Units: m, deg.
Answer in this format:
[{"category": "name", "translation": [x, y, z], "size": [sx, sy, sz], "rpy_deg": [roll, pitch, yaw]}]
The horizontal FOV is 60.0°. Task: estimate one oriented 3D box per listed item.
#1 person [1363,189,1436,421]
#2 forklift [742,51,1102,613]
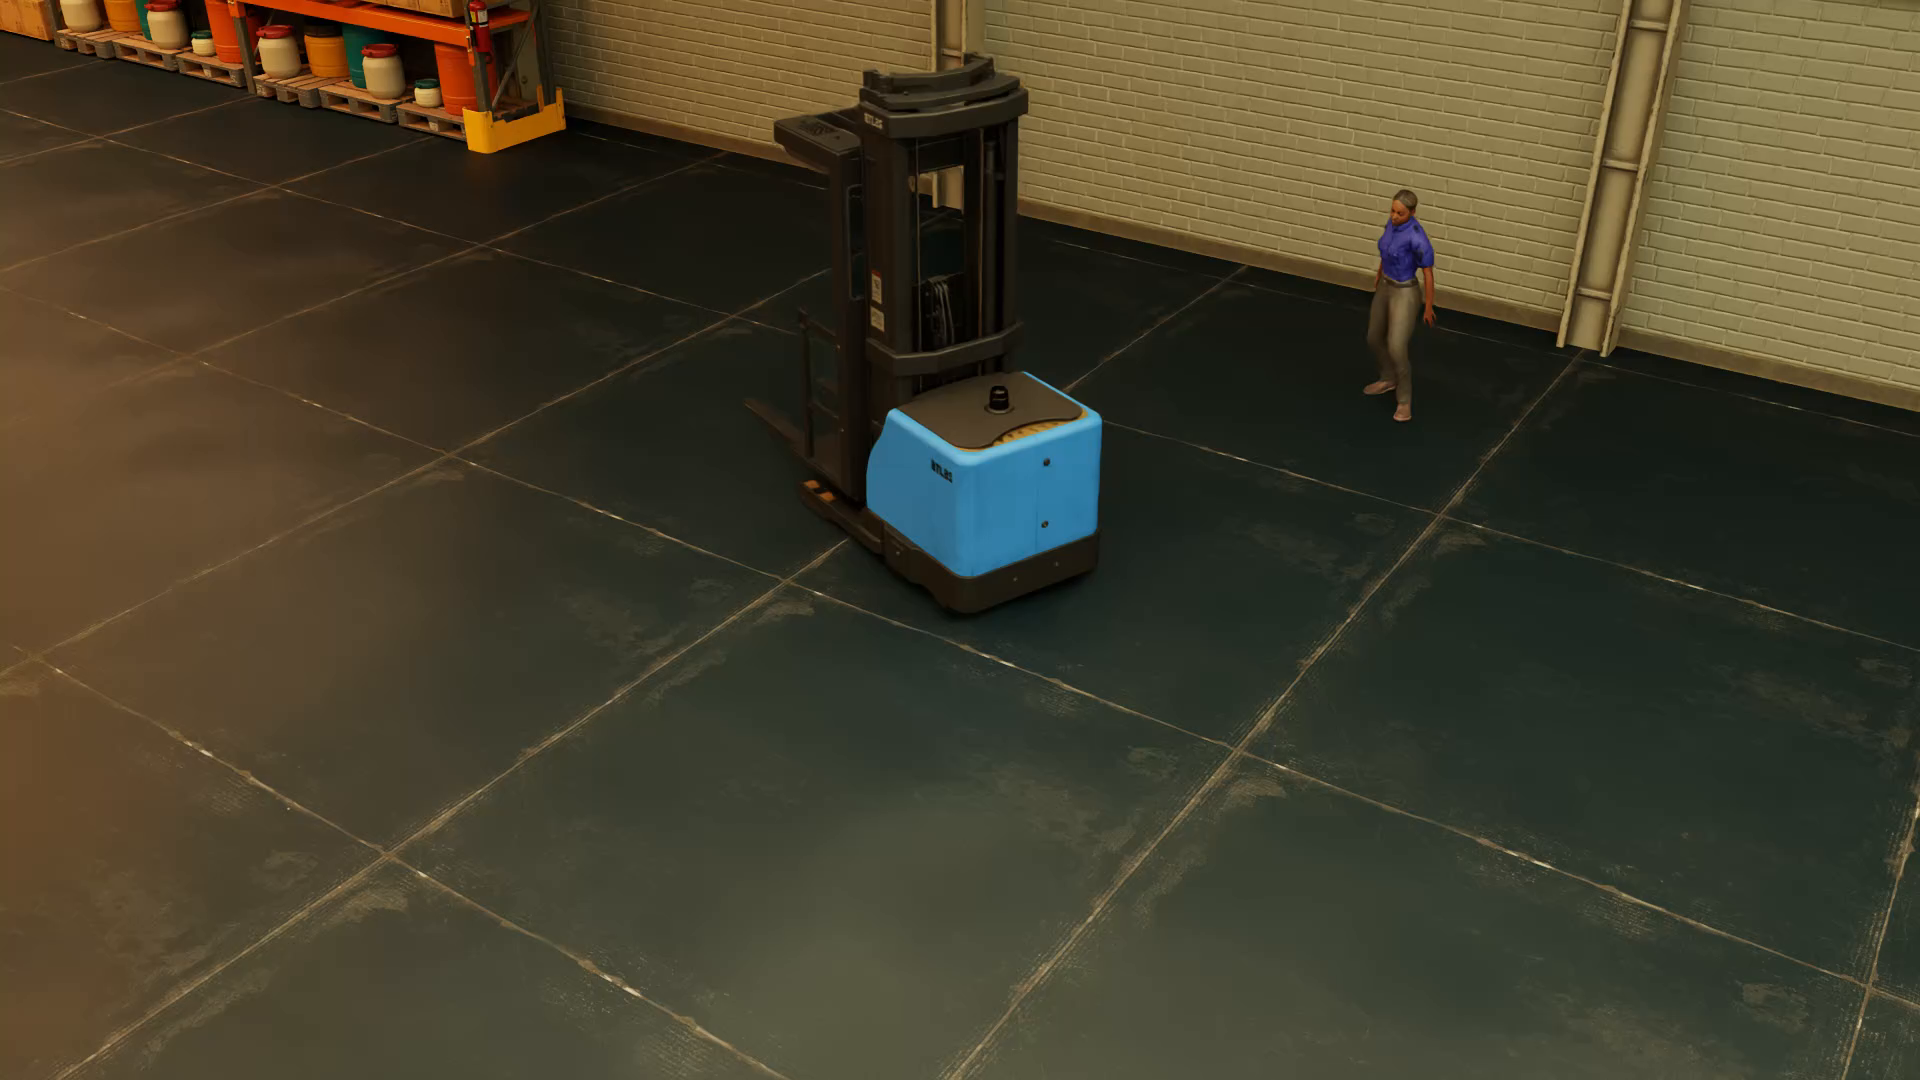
[{"category": "person", "translation": [3.155, -1.736, 11.897], "size": [0.394, 1.626, 0.802], "rpy_deg": [-10, 32, -17]}, {"category": "forklift", "translation": [-0.410, -1.534, 10.222], "size": [1.130, 2.935, 3.031], "rpy_deg": [-19, 35, -29]}]
